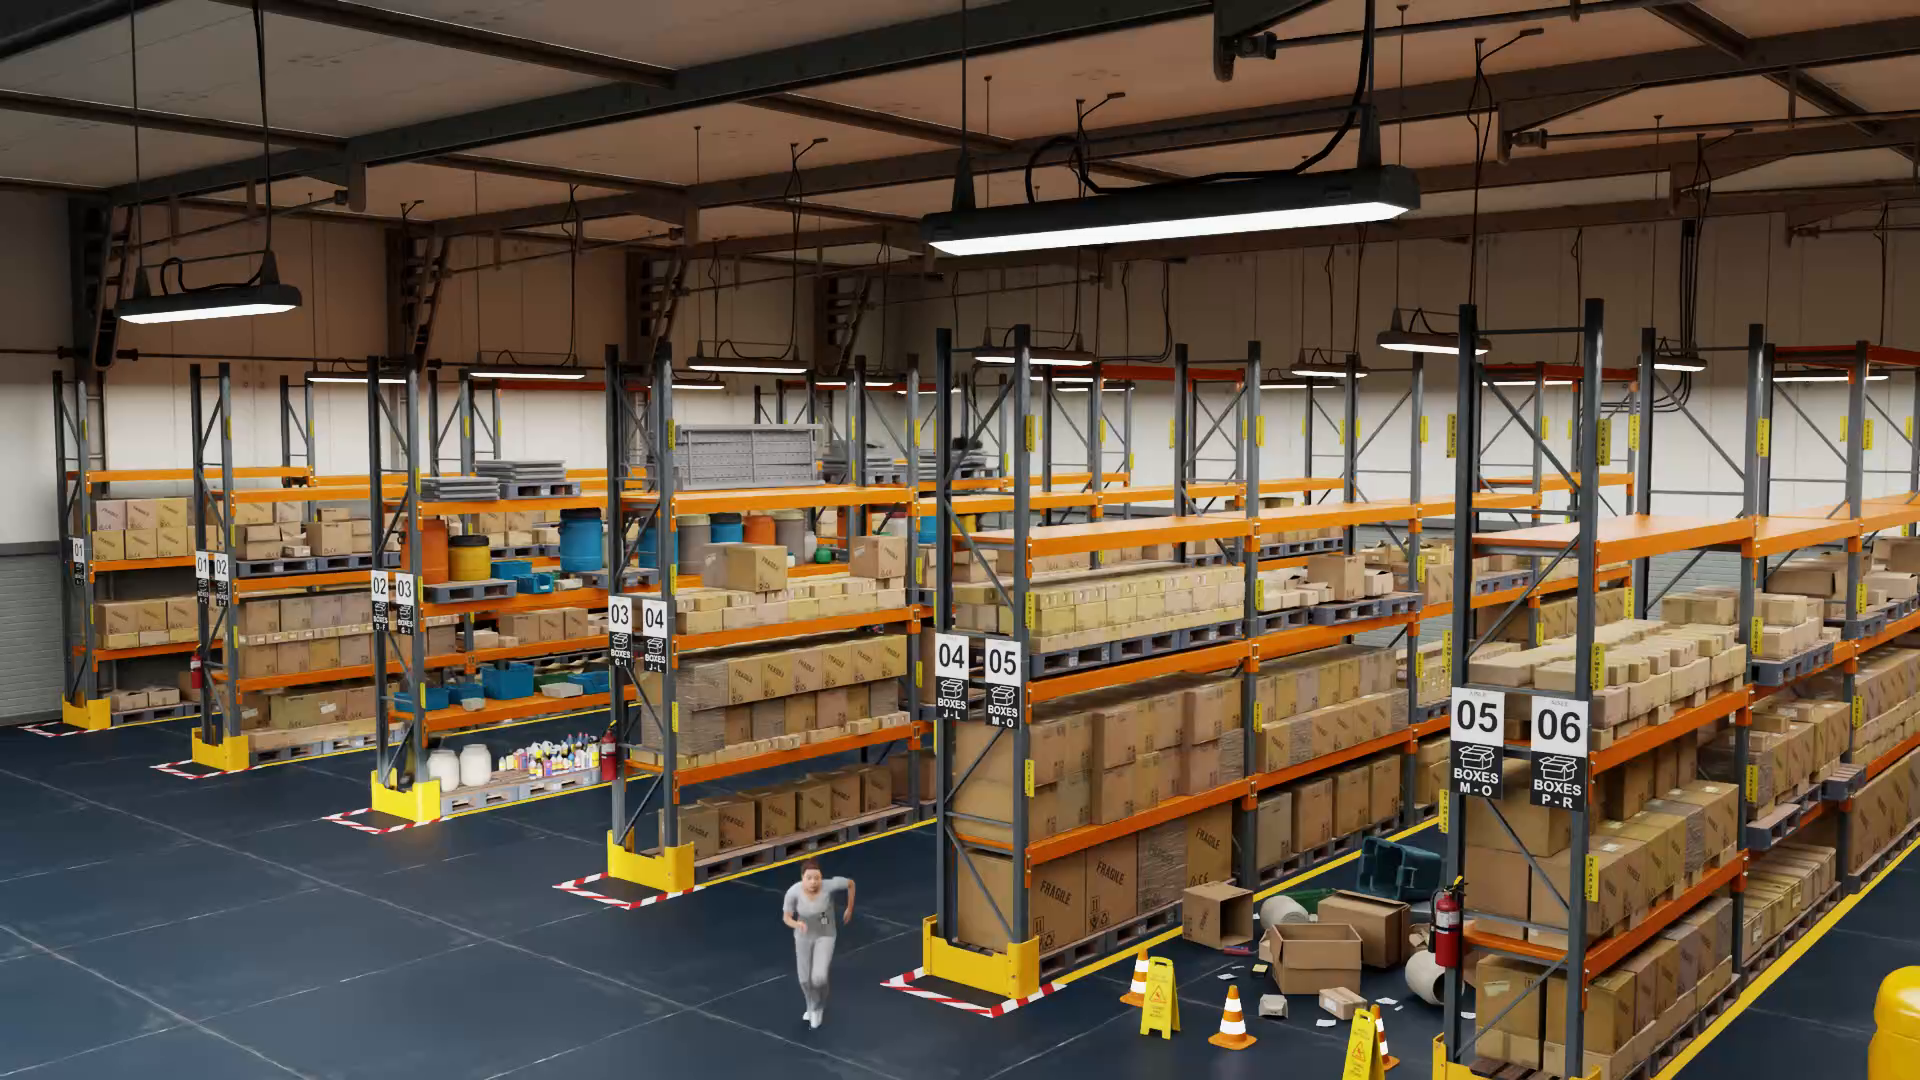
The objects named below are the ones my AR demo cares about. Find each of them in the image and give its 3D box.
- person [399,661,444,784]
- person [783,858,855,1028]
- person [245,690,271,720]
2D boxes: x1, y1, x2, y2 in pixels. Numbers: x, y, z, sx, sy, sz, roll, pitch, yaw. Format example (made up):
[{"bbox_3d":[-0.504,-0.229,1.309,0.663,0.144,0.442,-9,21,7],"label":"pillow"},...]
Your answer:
[{"bbox_3d":[-7.765,2.586,24.001,0.718,1.759,0.938,2,4,24],"label":"person"},{"bbox_3d":[-1.180,3.373,13.970,0.589,1.537,0.898,0,4,0],"label":"person"},{"bbox_3d":[-11.590,2.402,27.191,0.534,1.612,0.830,2,4,23],"label":"person"}]
